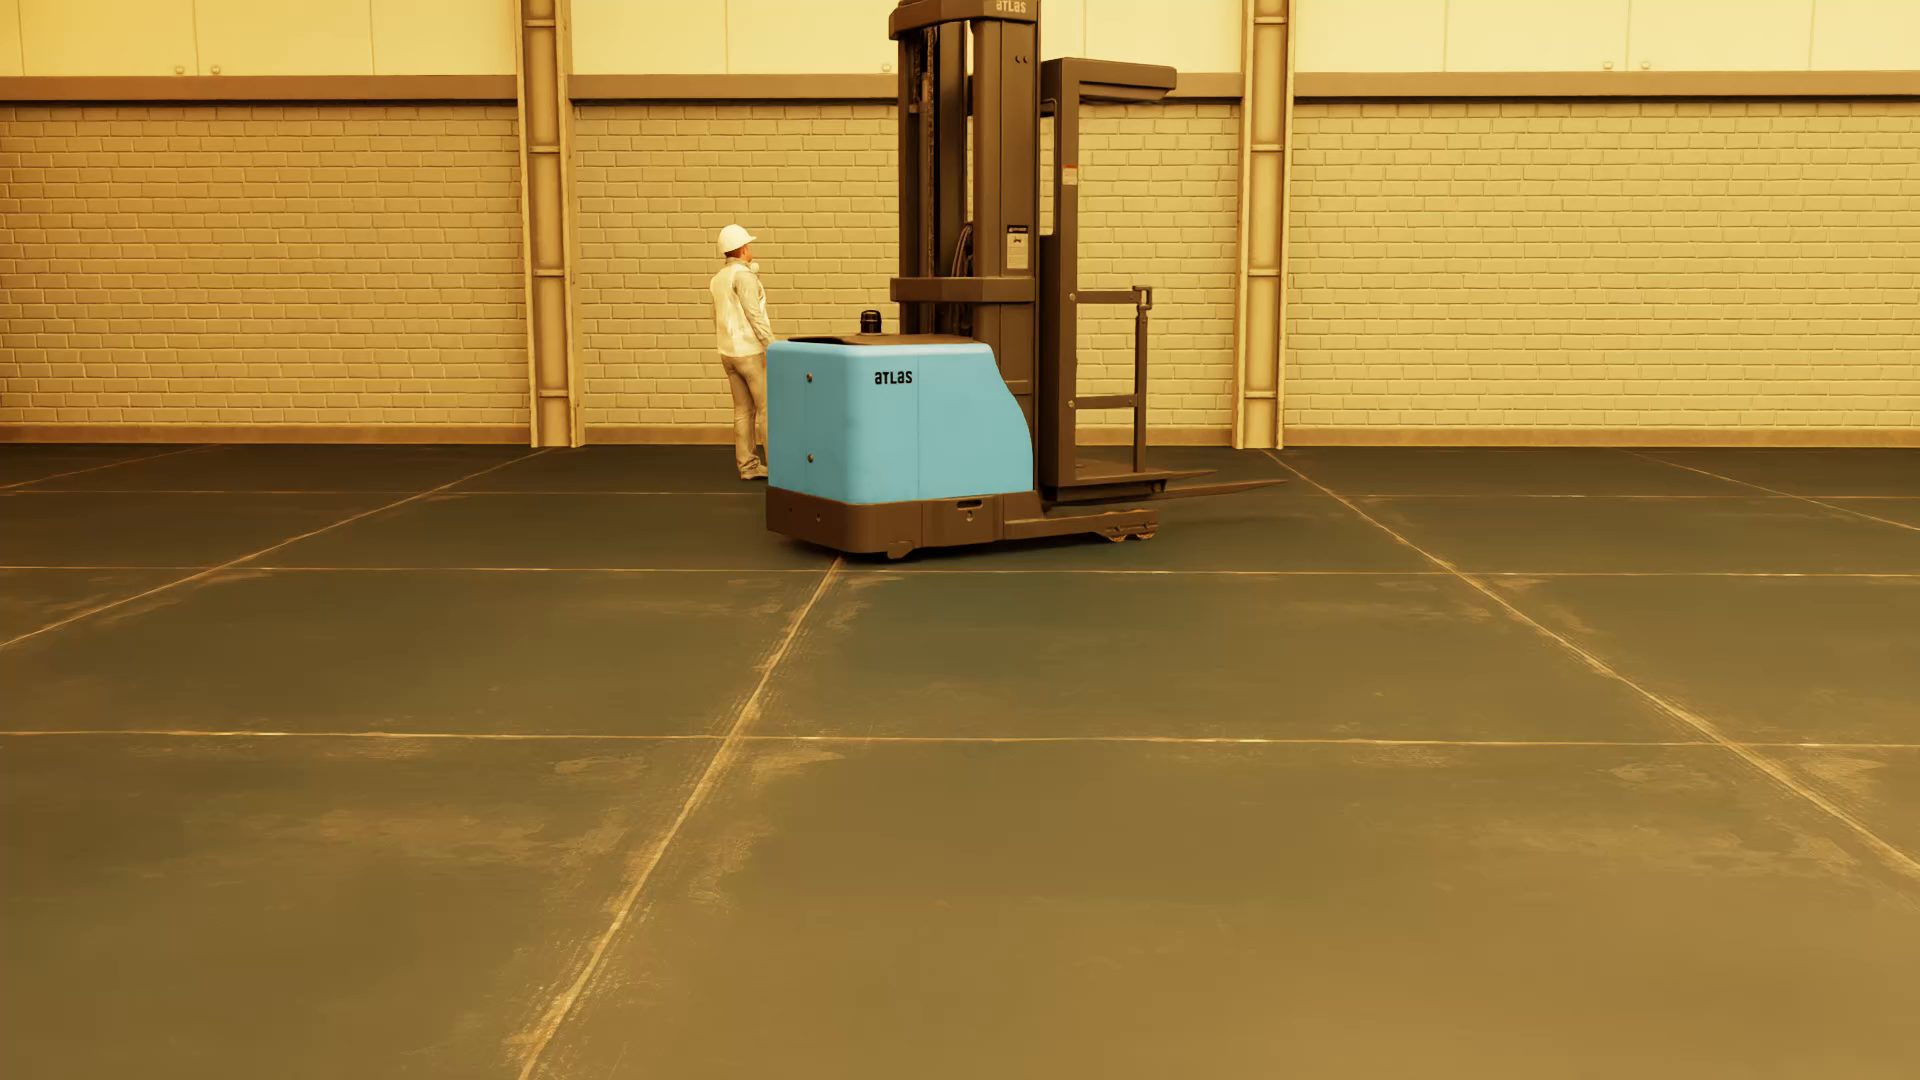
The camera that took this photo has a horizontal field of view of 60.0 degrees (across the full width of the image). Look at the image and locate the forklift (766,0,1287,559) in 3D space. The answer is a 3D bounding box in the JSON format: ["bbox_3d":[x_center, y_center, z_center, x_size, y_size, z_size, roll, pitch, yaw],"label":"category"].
[{"bbox_3d":[0.480,-1.498,9.100,3.031,2.935,1.130,-6,10,-32],"label":"forklift"}]

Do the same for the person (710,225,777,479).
[{"bbox_3d":[-1.433,-1.316,11.698,0.570,1.773,0.630,-7,11,-37],"label":"person"}]
